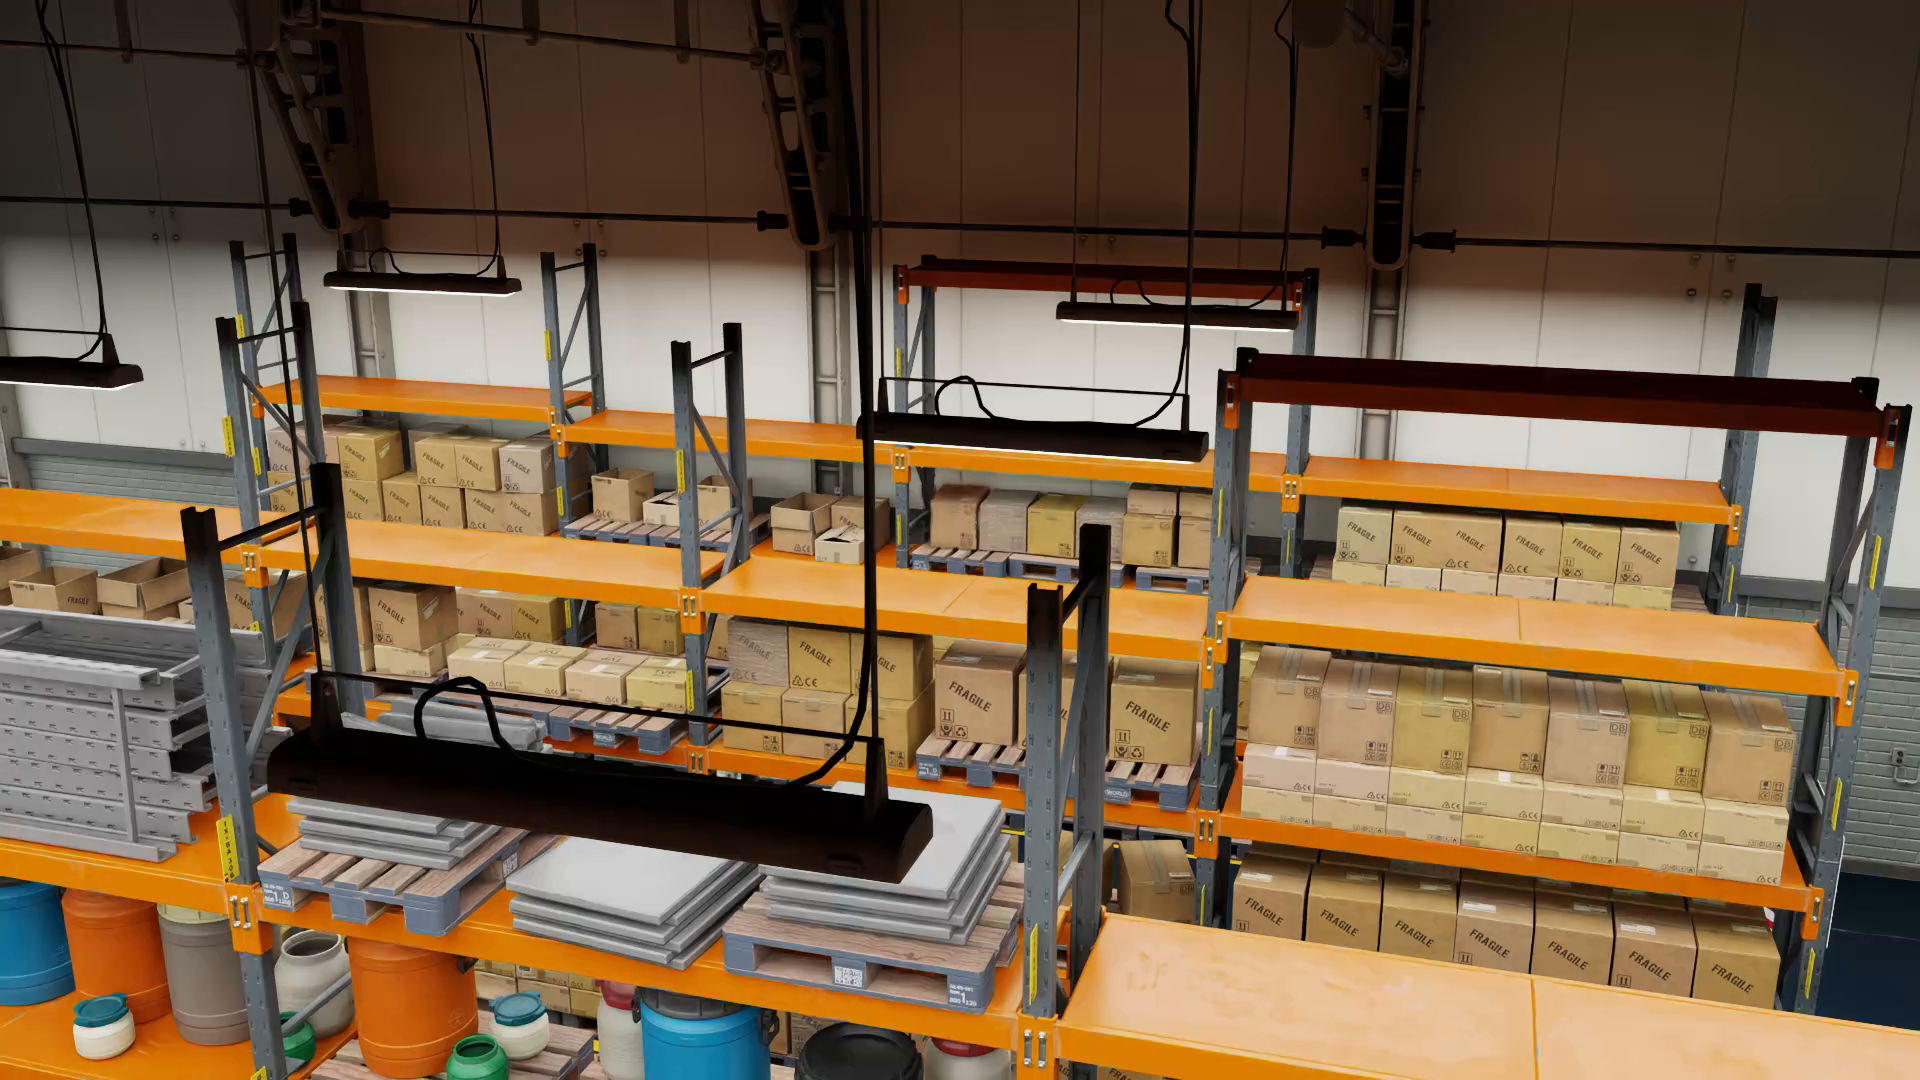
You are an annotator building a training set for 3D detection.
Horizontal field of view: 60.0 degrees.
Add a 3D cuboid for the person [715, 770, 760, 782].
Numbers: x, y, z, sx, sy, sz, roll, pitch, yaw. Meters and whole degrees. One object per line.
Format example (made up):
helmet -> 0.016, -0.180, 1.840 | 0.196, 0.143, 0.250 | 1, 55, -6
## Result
person -> -2.278, 2.577, 16.844 | 0.599, 1.697, 0.539 | 11, 19, 34
